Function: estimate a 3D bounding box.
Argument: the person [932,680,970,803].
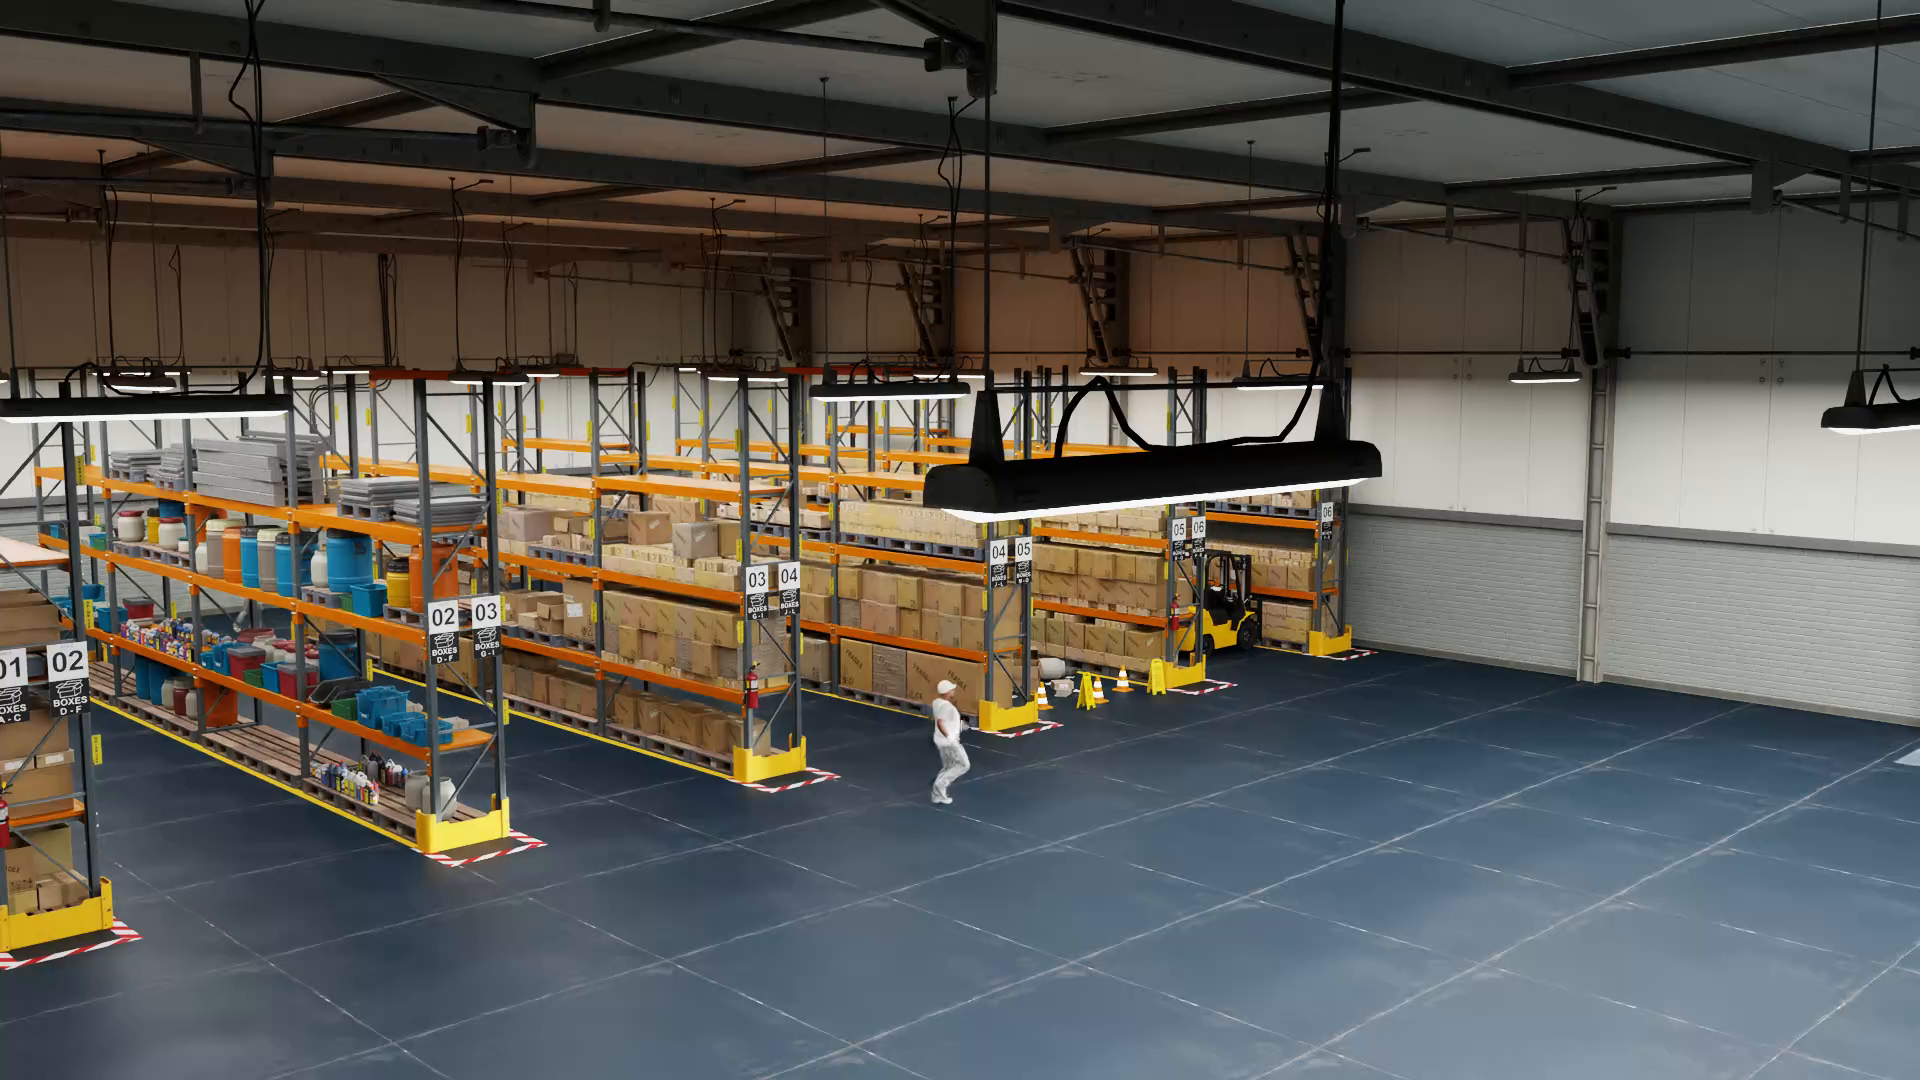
[{"bbox_3d":[-0.126,2.830,23.364,0.590,1.744,0.680,-2,7,-18],"label":"person"}]

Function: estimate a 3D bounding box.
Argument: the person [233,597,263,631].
[{"bbox_3d":[-15.991,1.322,37.399,0.726,1.647,0.517,-1,7,-11],"label":"person"}]
